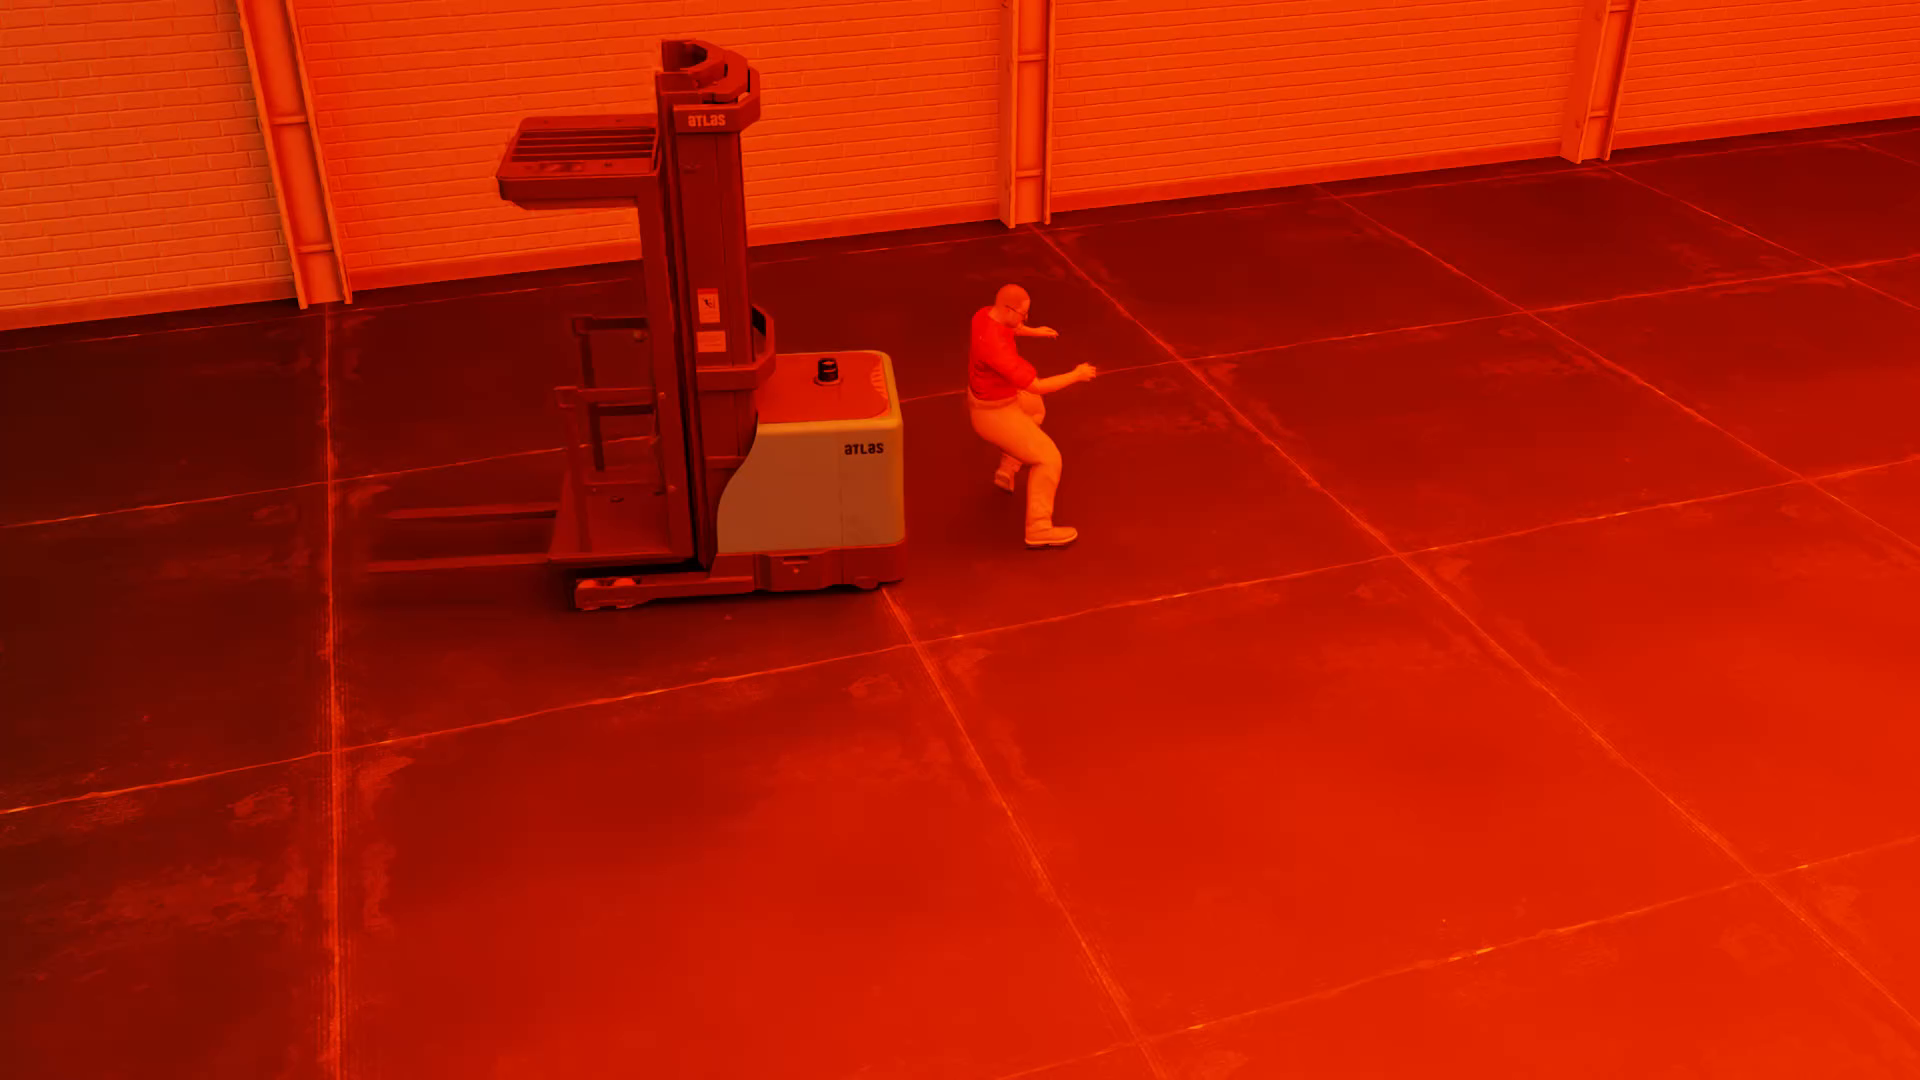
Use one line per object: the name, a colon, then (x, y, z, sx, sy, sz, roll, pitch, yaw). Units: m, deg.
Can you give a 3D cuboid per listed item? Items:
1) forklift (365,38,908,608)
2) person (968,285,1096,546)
forklift: (-1.853, -1.153, 9.091, 3.031, 2.935, 1.130, -3, 30, -5)
person: (0.425, -0.845, 9.982, 0.738, 1.522, 0.950, -3, 30, -6)
